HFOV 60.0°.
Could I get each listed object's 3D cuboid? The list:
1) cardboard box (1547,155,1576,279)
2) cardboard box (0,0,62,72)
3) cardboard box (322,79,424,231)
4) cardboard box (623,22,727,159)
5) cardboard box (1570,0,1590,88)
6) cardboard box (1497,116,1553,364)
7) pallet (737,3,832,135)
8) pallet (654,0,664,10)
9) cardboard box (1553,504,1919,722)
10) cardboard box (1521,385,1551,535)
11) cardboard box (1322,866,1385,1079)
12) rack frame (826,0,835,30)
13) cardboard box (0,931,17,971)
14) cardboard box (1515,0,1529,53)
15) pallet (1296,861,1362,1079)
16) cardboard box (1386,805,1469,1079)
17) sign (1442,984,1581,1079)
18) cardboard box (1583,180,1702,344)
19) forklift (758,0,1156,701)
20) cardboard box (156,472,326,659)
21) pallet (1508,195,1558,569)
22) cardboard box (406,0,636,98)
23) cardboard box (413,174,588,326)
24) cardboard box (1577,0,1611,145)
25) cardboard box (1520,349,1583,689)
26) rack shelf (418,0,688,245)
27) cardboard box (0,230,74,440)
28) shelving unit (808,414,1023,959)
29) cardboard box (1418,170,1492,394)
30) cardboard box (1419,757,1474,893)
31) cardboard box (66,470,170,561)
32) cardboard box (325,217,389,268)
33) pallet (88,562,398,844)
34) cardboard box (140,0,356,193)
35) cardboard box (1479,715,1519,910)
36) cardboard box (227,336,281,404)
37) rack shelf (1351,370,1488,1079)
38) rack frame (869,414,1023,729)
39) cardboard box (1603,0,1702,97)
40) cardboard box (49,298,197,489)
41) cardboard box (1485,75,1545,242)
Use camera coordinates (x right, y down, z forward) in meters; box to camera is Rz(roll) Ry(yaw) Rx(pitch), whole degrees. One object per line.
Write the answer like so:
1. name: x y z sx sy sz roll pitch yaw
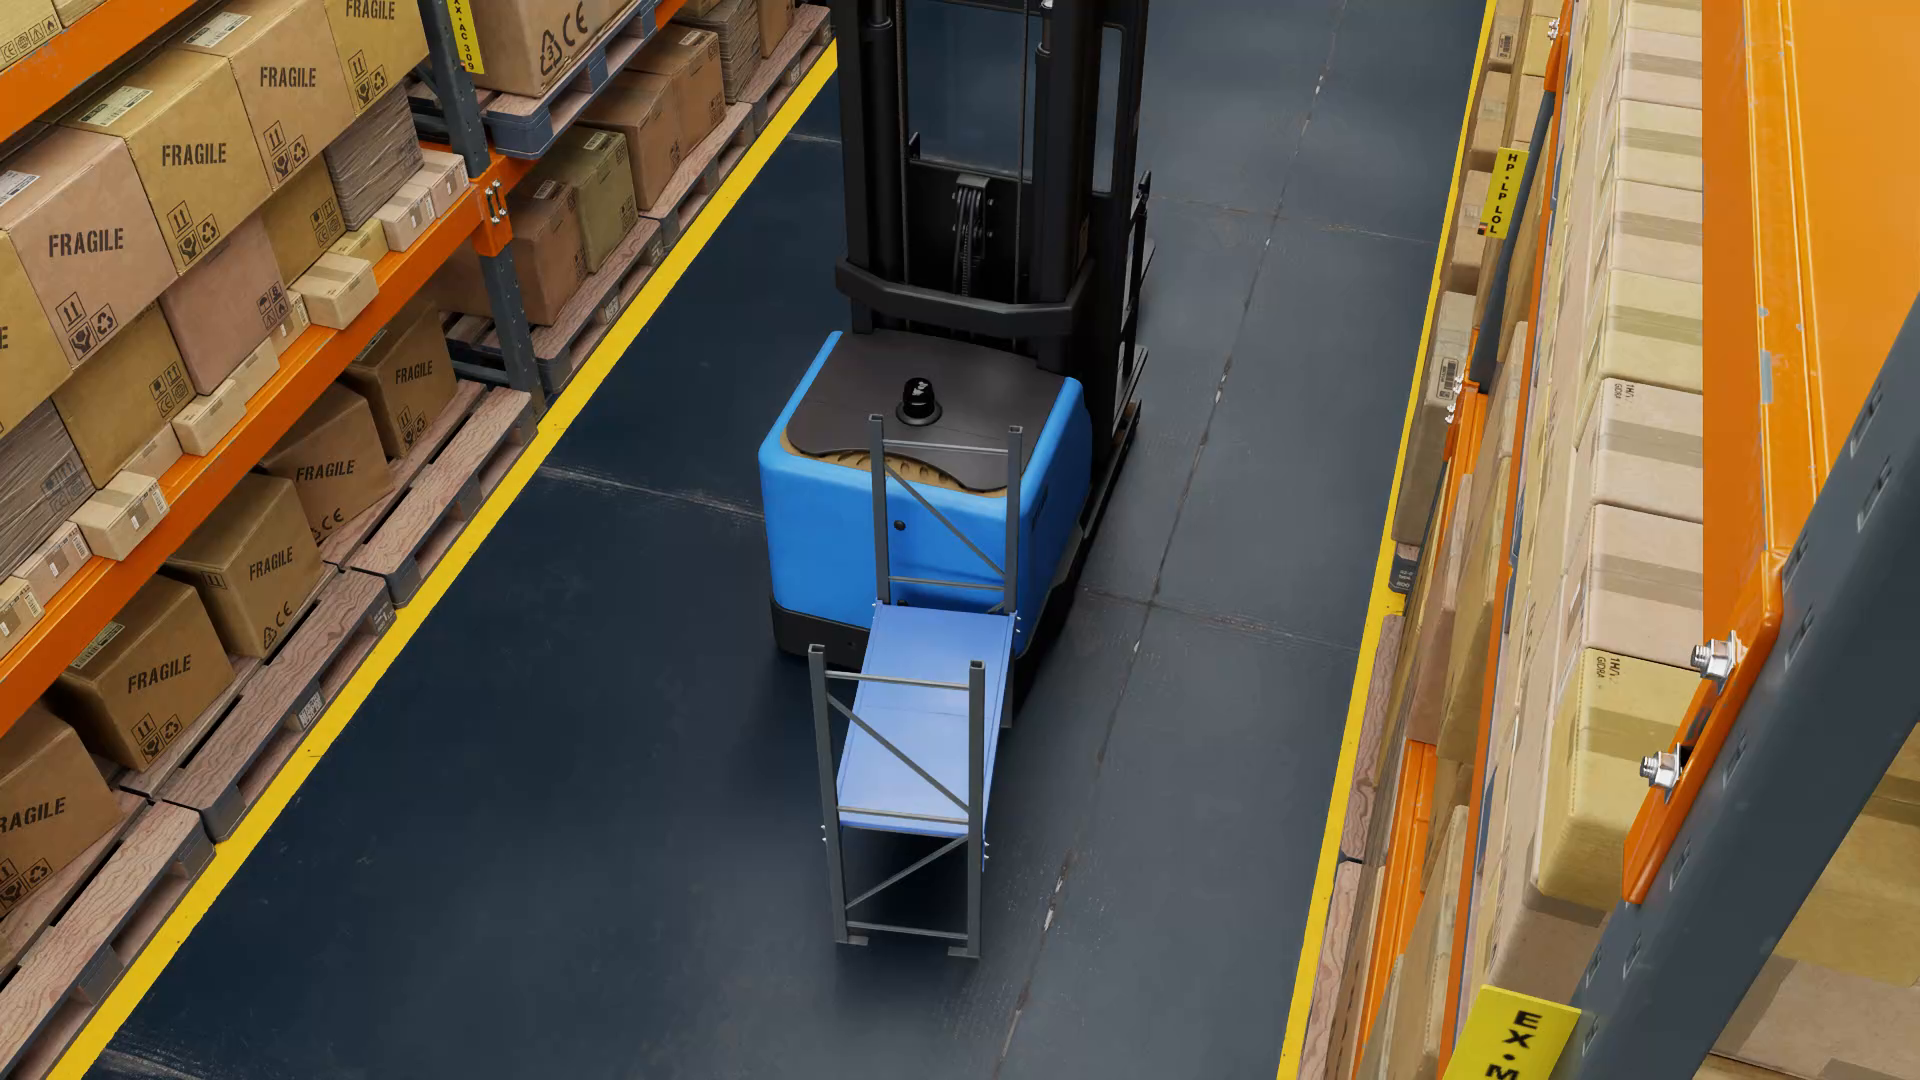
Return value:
1. cardboard box: 1.382 -0.607 3.288 0.380 0.149 0.250 13 46 13
2. cardboard box: -2.781 -1.383 4.380 0.500 0.250 0.500 14 46 14
3. cardboard box: -2.614 -1.597 6.352 0.875 0.500 0.500 13 46 13
4. cardboard box: -1.713 -2.469 9.000 0.700 0.500 0.500 16 47 16
5. cardboard box: 1.613 -1.115 3.807 0.380 0.149 0.250 12 46 12
6. cardboard box: 2.133 -0.825 4.968 0.875 0.550 0.550 13 46 13
7. pallet: -1.446 -2.891 9.952 1.003 0.211 1.213 13 46 13
8. pallet: -1.768 -3.011 8.219 1.003 0.211 1.213 13 46 13
9. cardboard box: 0.922 0.127 1.968 0.380 0.149 0.250 13 46 13
10. cardboard box: 1.152 -0.098 2.767 0.380 0.149 0.250 12 46 12
11. cardboard box: 1.473 1.599 4.589 0.875 0.875 0.875 12 46 12
12. rack frame: -1.208 -4.408 9.509 1.000 3.000 0.127 13 46 13
13. cardboard box: -3.425 1.255 5.208 0.500 0.500 0.500 21 48 20
14. cardboard box: 2.791 -2.408 7.394 0.500 0.500 0.500 13 46 12
15. pallet: 1.605 1.679 5.282 1.003 0.211 1.213 13 46 13
16. cardboard box: 1.294 0.978 3.126 0.875 0.550 0.550 13 46 13
17. sign: 0.553 0.558 1.713 0.100 0.325 0.005 13 46 13
18. cardboard box: 1.153 -0.383 2.489 0.380 0.149 0.250 13 46 13
19. forklift: 0.194 -1.467 6.552 1.130 2.935 3.031 13 46 13
20. cardboard box: -2.858 0.074 6.416 0.500 0.500 0.500 9 45 9
21. pallet: 1.648 -0.310 3.240 1.003 0.211 1.213 13 46 13
22. cardboard box: -2.045 -2.606 6.938 1.000 1.000 1.000 13 46 13
23. cardboard box: -2.213 -1.410 7.918 0.700 0.500 0.500 9 45 9
24. cardboard box: 1.559 -0.995 3.399 0.500 0.250 0.500 12 46 12
25. cardboard box: 1.100 0.013 2.369 0.500 0.250 0.500 13 46 13
26. rack shelf: -1.814 -2.818 8.398 1.077 0.370 4.000 13 46 13
27. cardboard box: -2.896 -0.549 4.566 0.500 0.500 0.500 13 46 13
28. shelving unit: -0.113 0.511 5.555 0.538 1.500 1.048 5 45 5
29. cardboard box: 2.675 -1.045 7.380 1.050 0.750 0.750 13 46 12
30. cardboard box: 1.691 0.652 4.231 0.875 0.550 0.500 13 46 13
31. cardboard box: -2.770 -0.104 5.291 0.380 0.149 0.250 13 46 13
32. cardboard box: -2.422 -1.128 6.336 0.380 0.149 0.250 13 46 13
33. pallet: -2.957 0.526 6.460 1.003 0.211 1.213 13 46 13
34. cardboard box: -2.443 -1.549 5.588 0.500 0.500 0.500 13 46 13
35. cardboard box: 0.921 0.413 2.245 0.380 0.149 0.250 13 46 13
36. cardboard box: -2.630 -0.624 5.821 0.380 0.149 0.250 13 46 13
37. rack shelf: 1.672 0.967 4.531 1.077 0.370 4.000 13 46 13
38. rack frame: -0.047 0.158 5.915 0.500 1.500 0.032 5 45 5
39. cardboard box: 1.382 -0.892 3.009 0.380 0.149 0.250 12 46 12
40. cardboard box: -3.046 -0.592 5.325 0.875 0.500 0.500 13 46 13
41. cardboard box: 2.334 -1.401 6.364 0.500 0.500 0.500 12 46 12
